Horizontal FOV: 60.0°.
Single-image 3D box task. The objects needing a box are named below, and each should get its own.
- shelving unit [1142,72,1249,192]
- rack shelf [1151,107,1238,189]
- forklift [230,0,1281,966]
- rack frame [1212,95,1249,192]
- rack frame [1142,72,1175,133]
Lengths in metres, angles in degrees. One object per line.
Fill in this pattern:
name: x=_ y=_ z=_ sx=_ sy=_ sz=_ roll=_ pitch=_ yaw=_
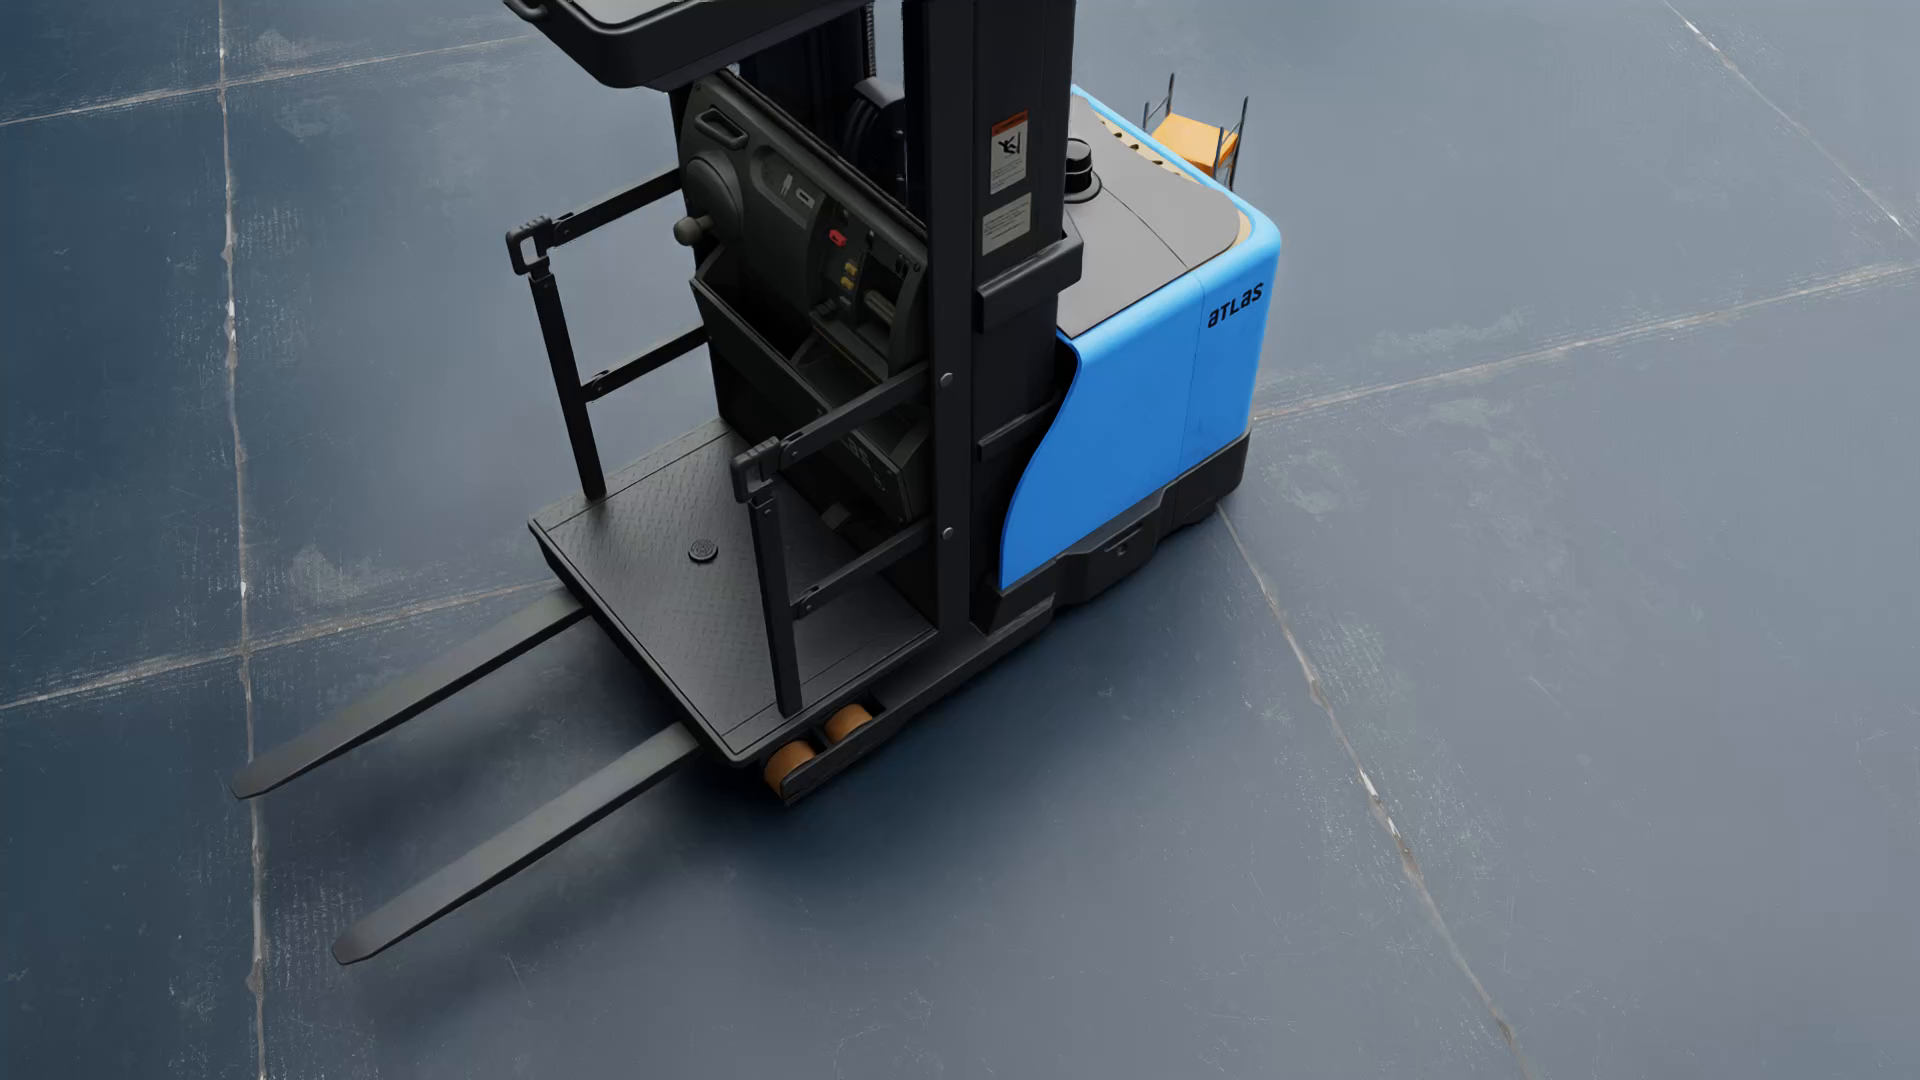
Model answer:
shelving unit: x=0.696 y=-0.963 z=5.367 sx=0.252 sy=1.050 sz=0.215 roll=23 pitch=50 yaw=19
rack shelf: x=0.704 y=-1.150 z=5.168 sx=0.240 sy=0.259 sz=0.215 roll=23 pitch=50 yaw=19
forklift: x=-0.556 y=-0.685 z=3.911 sx=3.031 sy=2.935 sz=1.130 roll=-32 pitch=57 yaw=-24
rack frame: x=0.802 y=-0.917 z=5.328 sx=0.008 sy=1.050 sz=0.200 roll=23 pitch=50 yaw=19
rack frame: x=0.590 y=-1.009 z=5.406 sx=0.008 sy=1.050 sz=0.200 roll=23 pitch=50 yaw=19
